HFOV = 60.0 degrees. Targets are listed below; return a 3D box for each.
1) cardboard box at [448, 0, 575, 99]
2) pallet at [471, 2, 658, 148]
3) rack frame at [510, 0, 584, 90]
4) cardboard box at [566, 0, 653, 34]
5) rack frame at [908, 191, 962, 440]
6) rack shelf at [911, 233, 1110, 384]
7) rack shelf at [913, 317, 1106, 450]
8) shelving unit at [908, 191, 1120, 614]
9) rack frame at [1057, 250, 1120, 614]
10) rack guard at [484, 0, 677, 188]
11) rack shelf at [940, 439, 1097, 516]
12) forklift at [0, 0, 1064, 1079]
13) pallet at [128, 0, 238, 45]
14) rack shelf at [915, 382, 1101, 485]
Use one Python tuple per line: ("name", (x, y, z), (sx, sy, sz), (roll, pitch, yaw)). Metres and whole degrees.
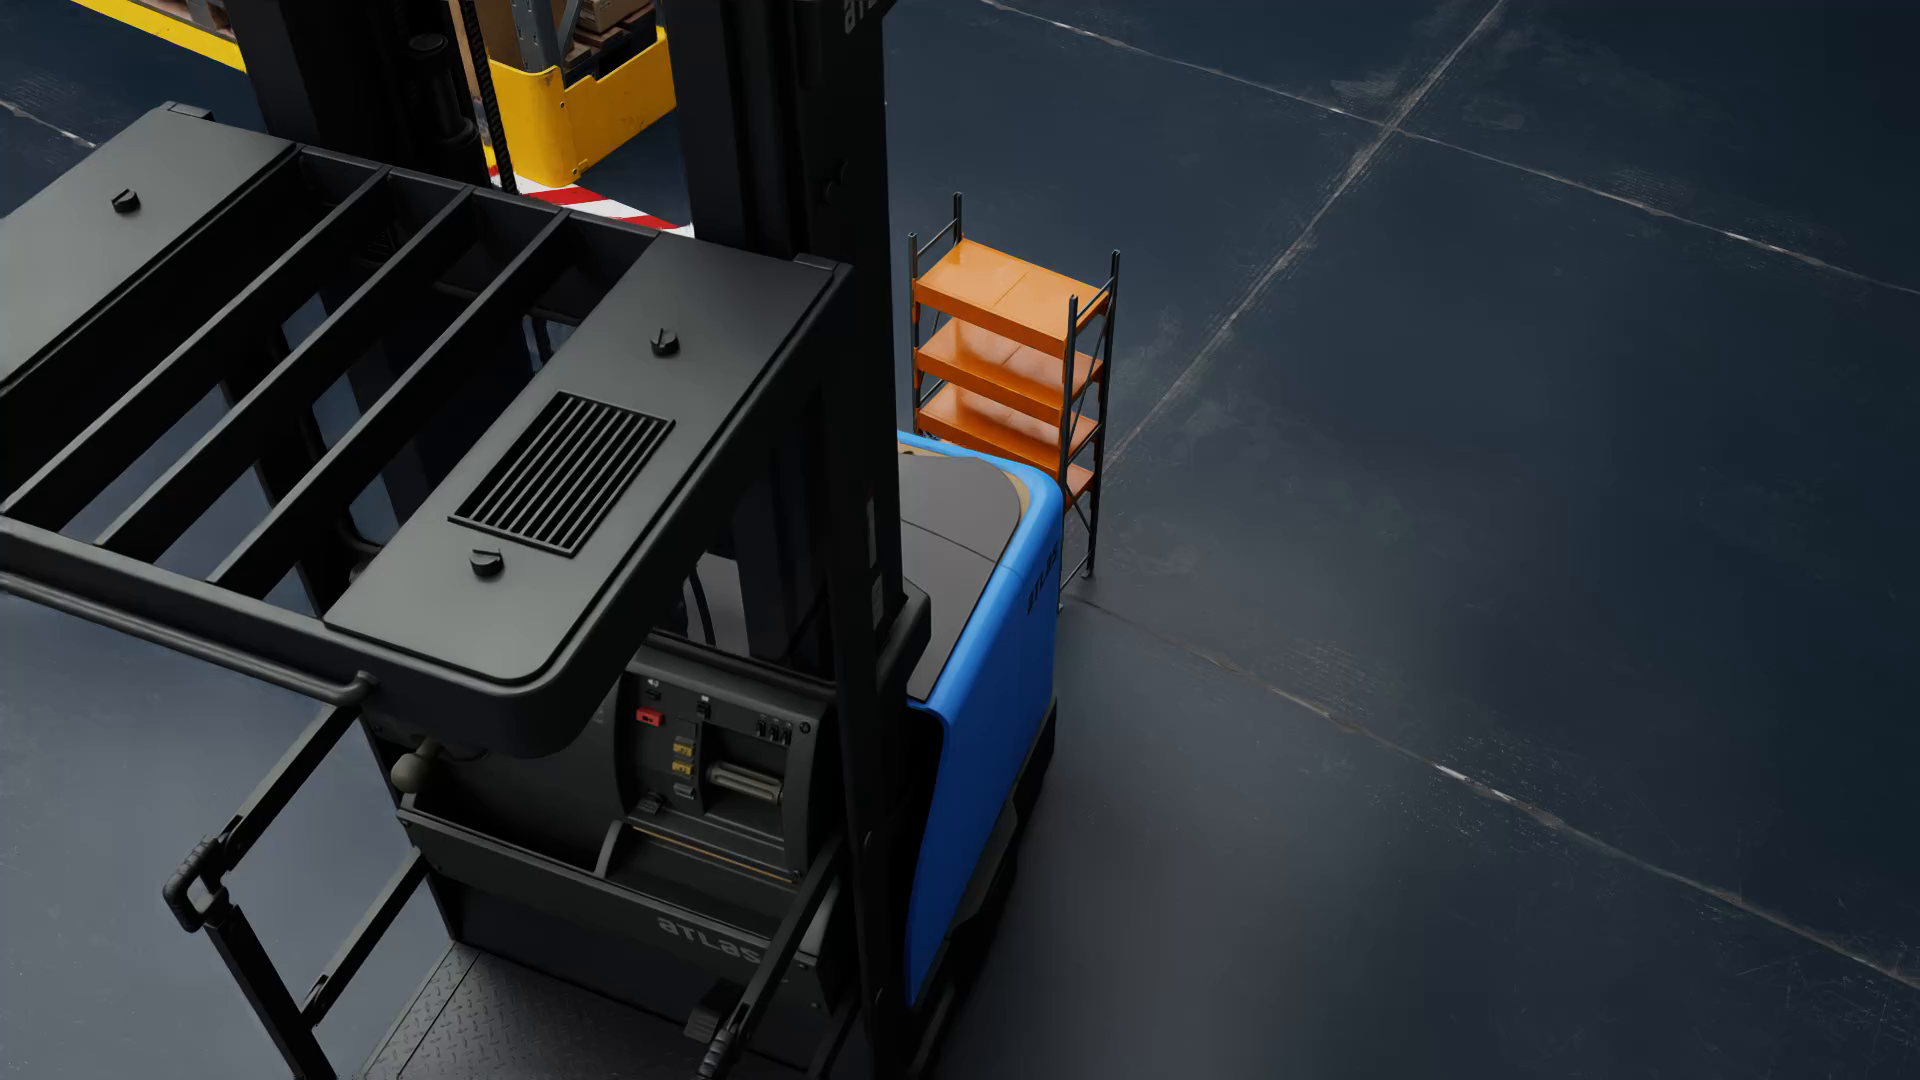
("cardboard box", (-1.943, -2.159, 6.693), (0.500, 0.500, 0.500), (25, 51, 22))
("pallet", (-2.088, -2.181, 7.222), (1.213, 0.211, 1.003), (25, 51, 22))
("rack frame", (-1.352, -2.815, 5.894), (0.127, 3.000, 1.000), (25, 51, 22))
("cardboard box", (-1.519, -2.345, 7.118), (0.250, 0.149, 0.380), (25, 51, 22))
("rack frame", (-0.066, -0.449, 4.849), (0.015, 1.200, 0.240), (25, 51, 22))
("rack shelf", (0.139, -0.628, 4.476), (0.480, 0.148, 0.258), (25, 51, 22))
("rack shelf", (0.139, -0.463, 4.645), (0.480, 0.148, 0.258), (25, 51, 22))
("shelving unit", (0.139, -0.354, 4.757), (0.503, 1.200, 0.258), (25, 51, 22))
("rack frame", (0.345, -0.260, 4.666), (0.015, 1.200, 0.240), (25, 51, 22))
("rack guard", (-1.416, -1.974, 6.819), (0.348, 0.500, 1.175), (25, 51, 22))
("rack shelf", (0.139, -0.169, 4.948), (0.480, 0.148, 0.258), (25, 51, 22))
("forklift", (-0.751, 0.428, 2.791), (1.130, 2.935, 3.031), (16, 48, 15))
("pallet", (-3.111, -2.654, 7.682), (1.213, 0.211, 1.003), (25, 51, 22))
("rack shelf", (0.139, -0.307, 4.806), (0.480, 0.148, 0.258), (25, 51, 22))
